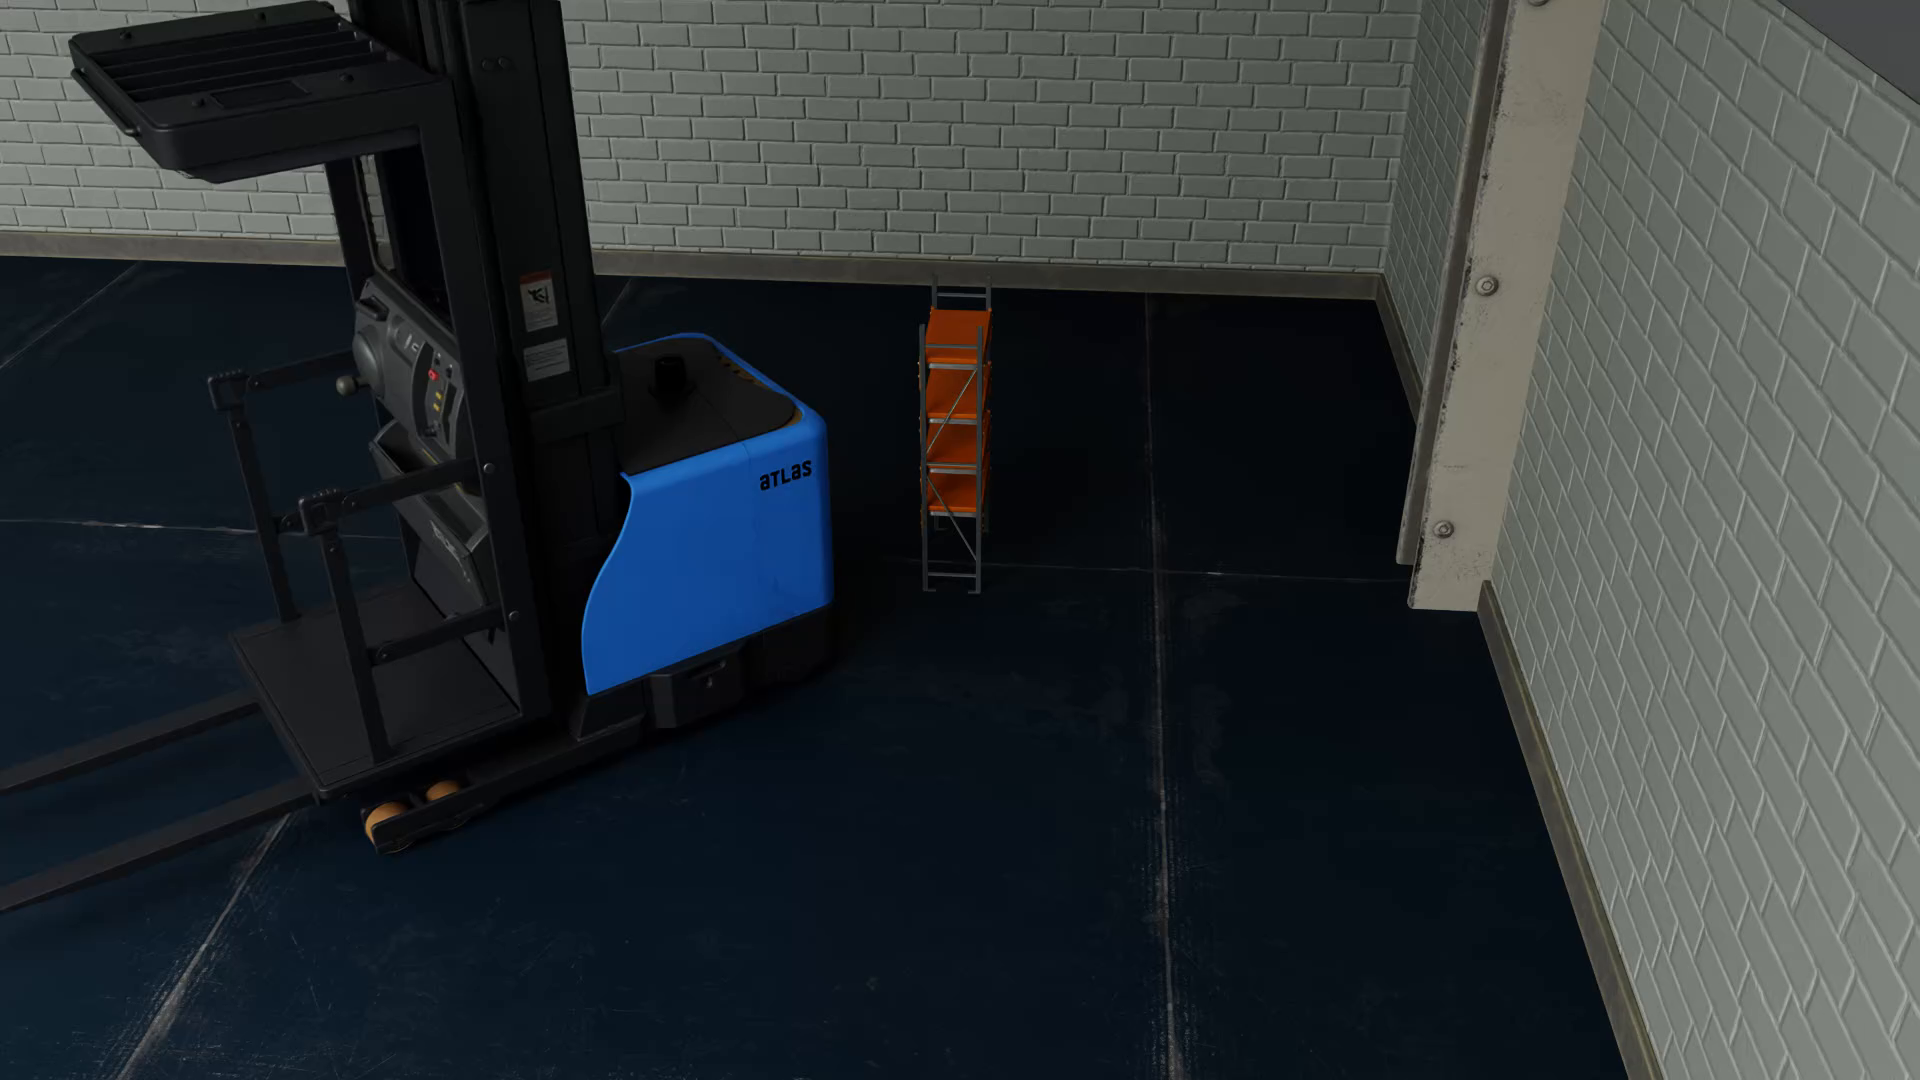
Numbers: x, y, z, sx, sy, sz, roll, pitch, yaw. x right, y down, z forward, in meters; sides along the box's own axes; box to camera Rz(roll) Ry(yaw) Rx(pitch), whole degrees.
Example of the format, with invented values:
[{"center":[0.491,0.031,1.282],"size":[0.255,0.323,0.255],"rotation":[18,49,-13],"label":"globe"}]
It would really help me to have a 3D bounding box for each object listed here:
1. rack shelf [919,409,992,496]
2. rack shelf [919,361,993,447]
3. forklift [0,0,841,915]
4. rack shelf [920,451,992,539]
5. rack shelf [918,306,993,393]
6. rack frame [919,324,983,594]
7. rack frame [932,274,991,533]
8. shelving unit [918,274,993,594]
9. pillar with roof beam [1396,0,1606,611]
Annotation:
[{"center":[-0.013,-0.367,6.830],"size":[0.258,0.148,0.480],"rotation":[2,32,4],"label":"rack shelf"},{"center":[-0.013,-0.557,6.713],"size":[0.258,0.148,0.480],"rotation":[2,32,4],"label":"rack shelf"},{"center":[-1.954,-0.520,5.299],"size":[3.031,2.935,1.130],"rotation":[-21,37,-30],"label":"forklift"},{"center":[-0.013,-0.198,6.934],"size":[0.258,0.148,0.480],"rotation":[2,32,4],"label":"rack shelf"},{"center":[-0.013,-0.759,6.589],"size":[0.258,0.148,0.480],"rotation":[2,32,4],"label":"rack shelf"},{"center":[-0.033,-0.297,6.588],"size":[0.240,1.200,0.015],"rotation":[2,32,4],"label":"rack frame"},{"center":[0.006,-0.552,7.002],"size":[0.240,1.200,0.015],"rotation":[2,32,4],"label":"rack frame"},{"center":[-0.013,-0.424,6.795],"size":[0.258,1.200,0.503],"rotation":[2,32,4],"label":"shelving unit"},{"center":[-2.285,-3.833,4.893],"size":[9.100,9.000,0.400],"rotation":[2,32,4],"label":"pillar with roof beam"}]
